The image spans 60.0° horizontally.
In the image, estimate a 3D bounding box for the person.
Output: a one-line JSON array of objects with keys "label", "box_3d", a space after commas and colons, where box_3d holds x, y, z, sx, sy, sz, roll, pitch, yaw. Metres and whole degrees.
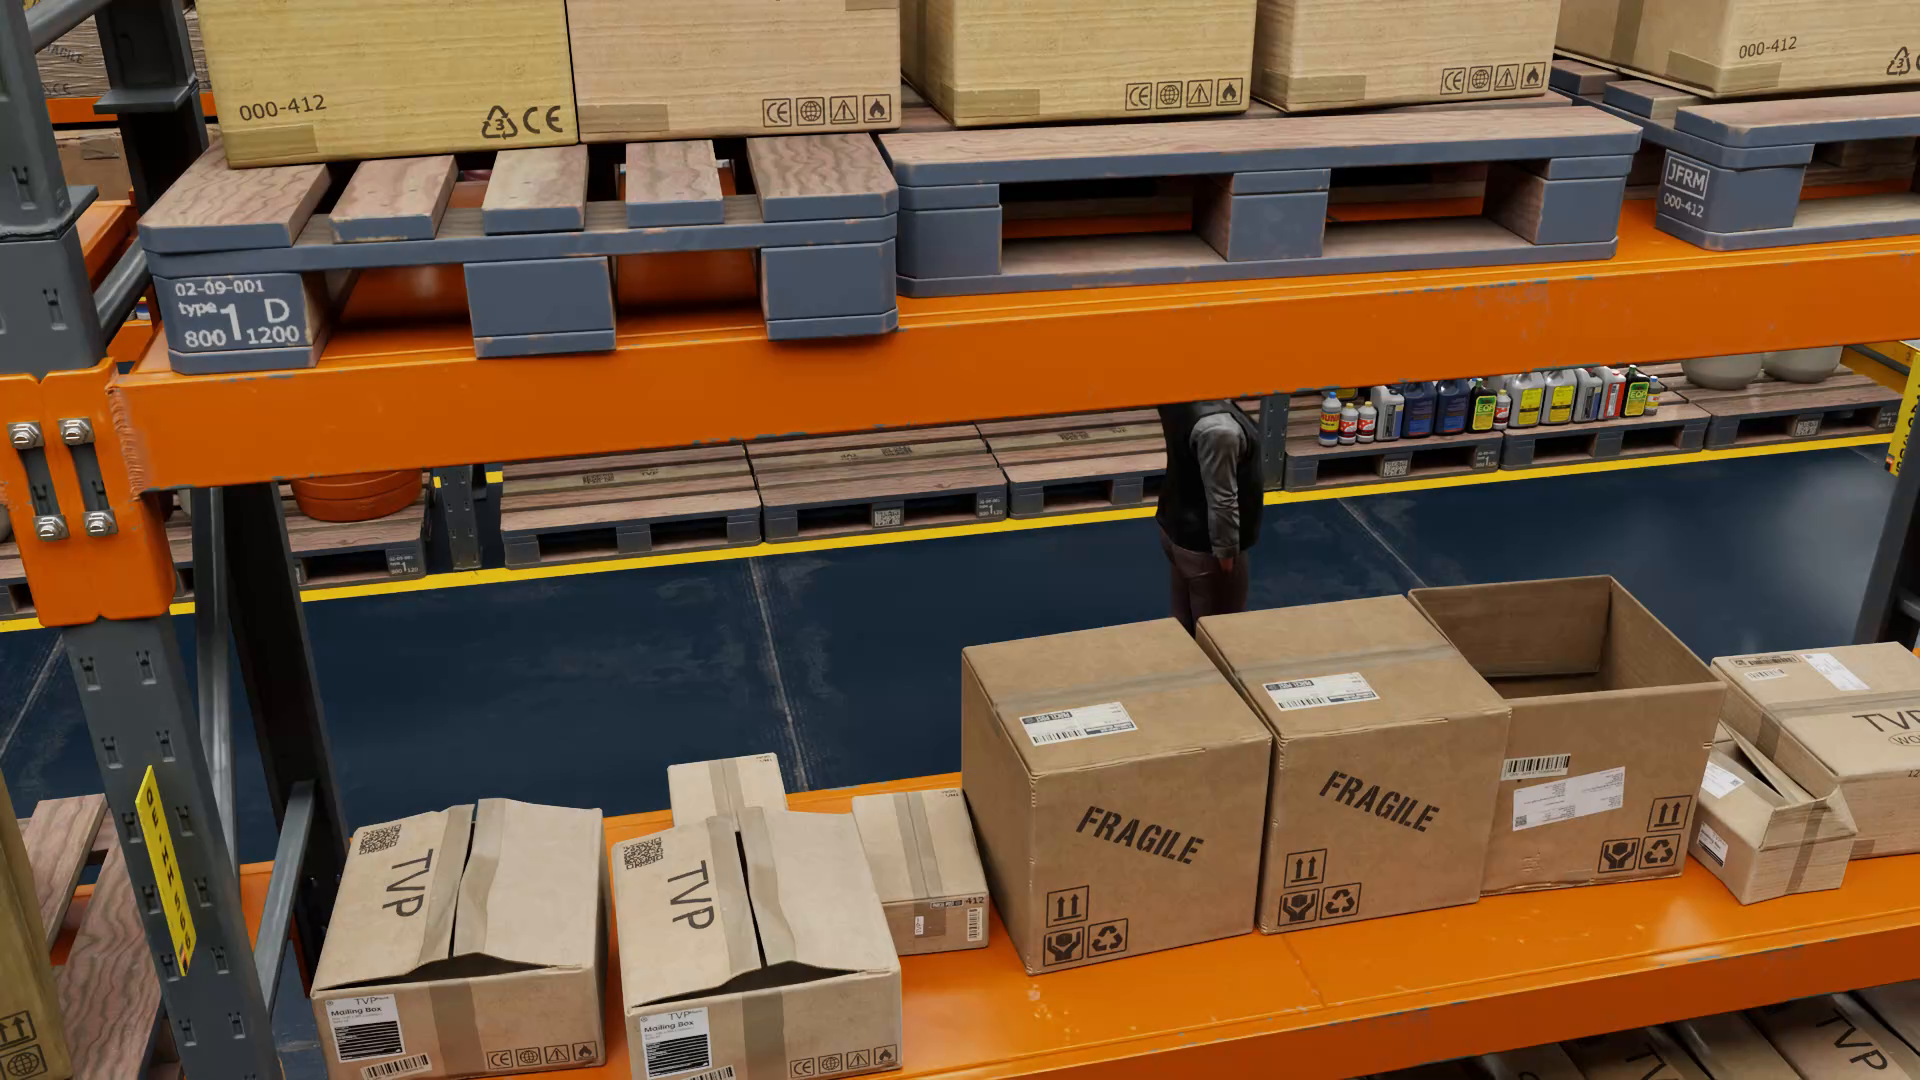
[{"label": "person", "box_3d": [0.912, -0.005, 6.173, 0.359, 1.727, 0.532, -5, 27, -10]}]
